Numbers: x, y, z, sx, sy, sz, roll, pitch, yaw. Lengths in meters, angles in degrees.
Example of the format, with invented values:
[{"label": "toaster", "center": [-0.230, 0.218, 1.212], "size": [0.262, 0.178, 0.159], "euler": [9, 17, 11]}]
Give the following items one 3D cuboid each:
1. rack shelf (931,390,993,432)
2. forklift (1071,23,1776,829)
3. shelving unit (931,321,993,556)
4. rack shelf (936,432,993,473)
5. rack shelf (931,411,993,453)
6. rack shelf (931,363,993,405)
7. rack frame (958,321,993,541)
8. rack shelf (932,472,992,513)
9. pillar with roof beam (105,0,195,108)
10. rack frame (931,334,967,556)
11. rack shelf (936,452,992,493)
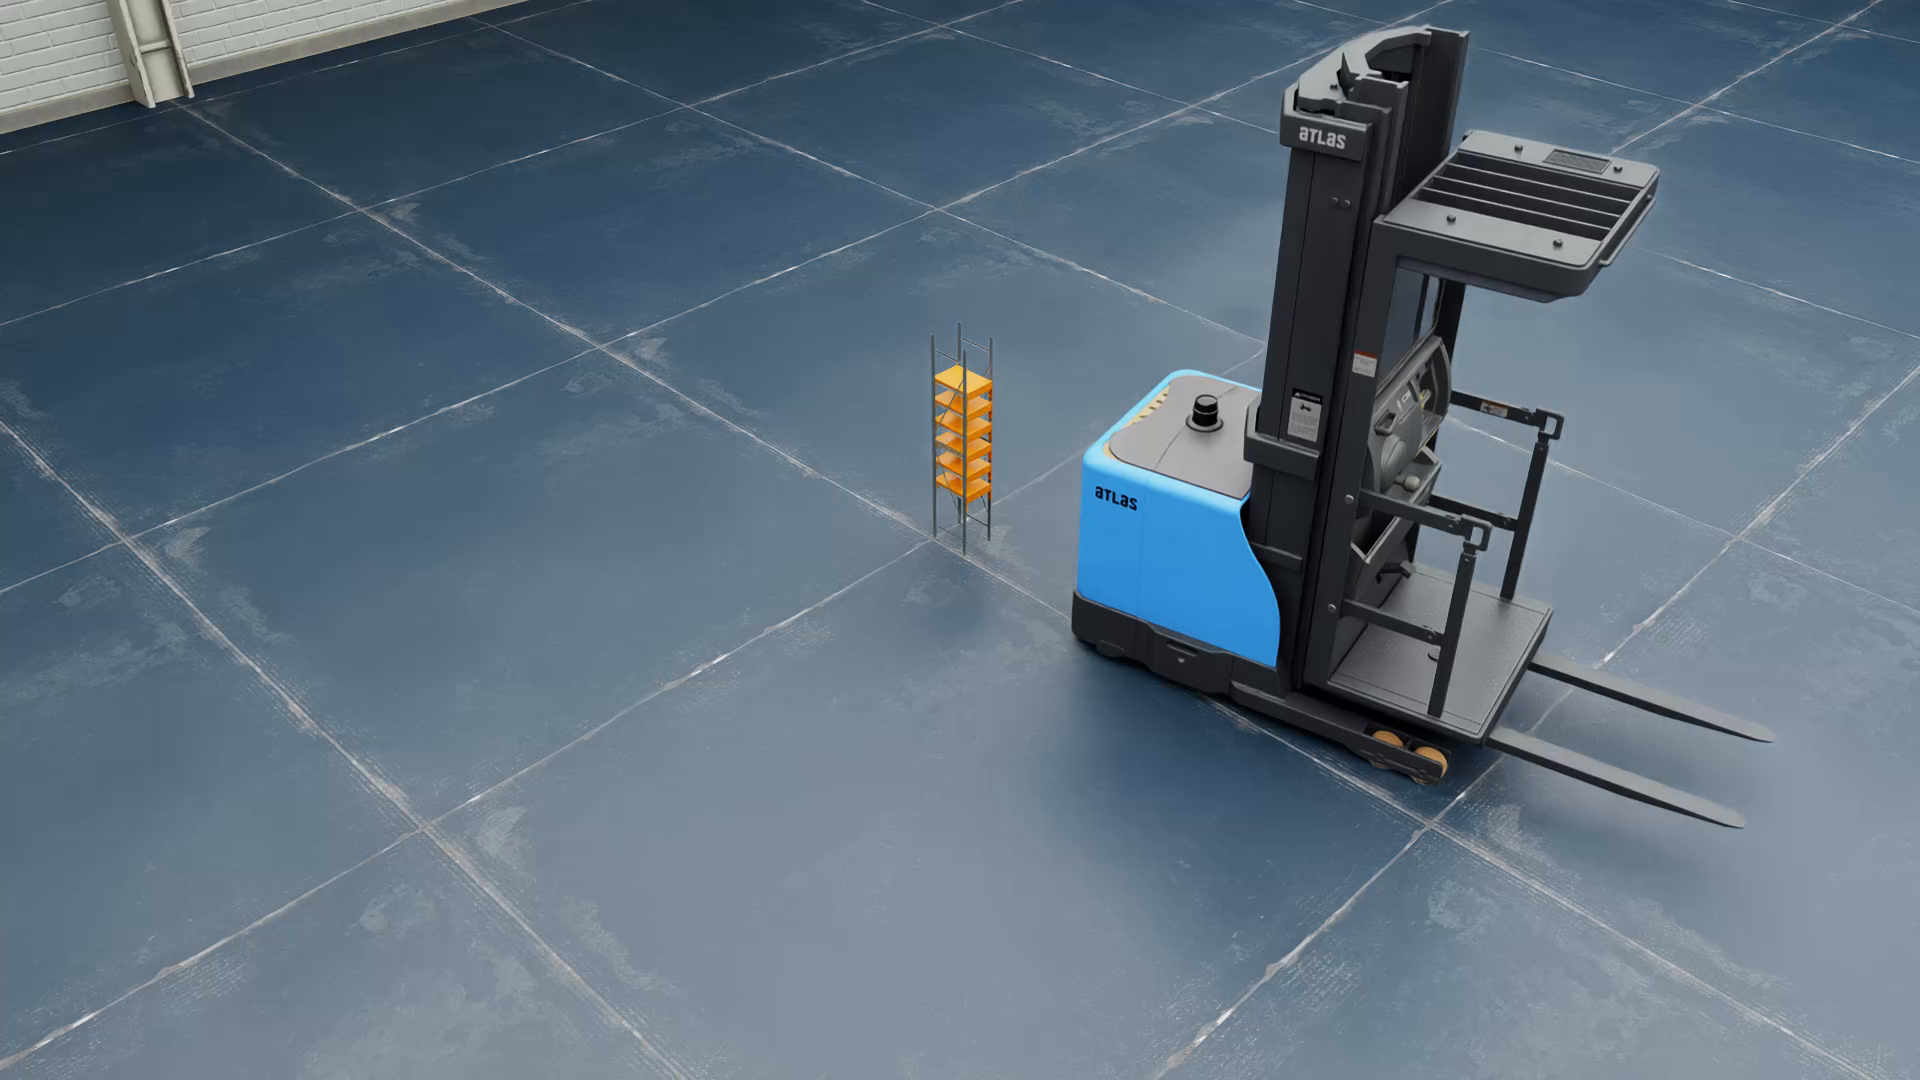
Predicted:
[{"label": "rack shelf", "center": [0.010, -0.658, 8.294], "size": [0.258, 0.103, 0.180], "euler": [30, 45, 35]}, {"label": "forklift", "center": [2.054, -0.486, 6.875], "size": [3.031, 2.935, 1.130], "euler": [20, 40, 26]}, {"label": "shelving unit", "center": [0.010, -0.498, 8.406], "size": [0.258, 1.200, 0.189], "euler": [30, 45, 35]}, {"label": "rack shelf", "center": [0.010, -0.462, 8.431], "size": [0.258, 0.103, 0.180], "euler": [30, 45, 35]}, {"label": "rack shelf", "center": [0.010, -0.560, 8.363], "size": [0.258, 0.103, 0.180], "euler": [30, 45, 35]}, {"label": "rack shelf", "center": [0.010, -0.757, 8.225], "size": [0.258, 0.103, 0.180], "euler": [30, 45, 35]}, {"label": "rack frame", "center": [0.075, -0.535, 8.459], "size": [0.240, 1.200, 0.006], "euler": [30, 45, 35]}, {"label": "rack shelf", "center": [0.010, -0.265, 8.569], "size": [0.258, 0.103, 0.180], "euler": [30, 45, 35]}, {"label": "pillar with roof beam", "center": [-3.704, -5.715, 9.068], "size": [9.100, 9.000, 0.400], "euler": [30, 45, 35]}, {"label": "rack frame", "center": [-0.054, -0.461, 8.353], "size": [0.240, 1.200, 0.006], "euler": [30, 45, 35]}, {"label": "rack shelf", "center": [0.010, -0.363, 8.500], "size": [0.258, 0.103, 0.180], "euler": [30, 45, 35]}]
